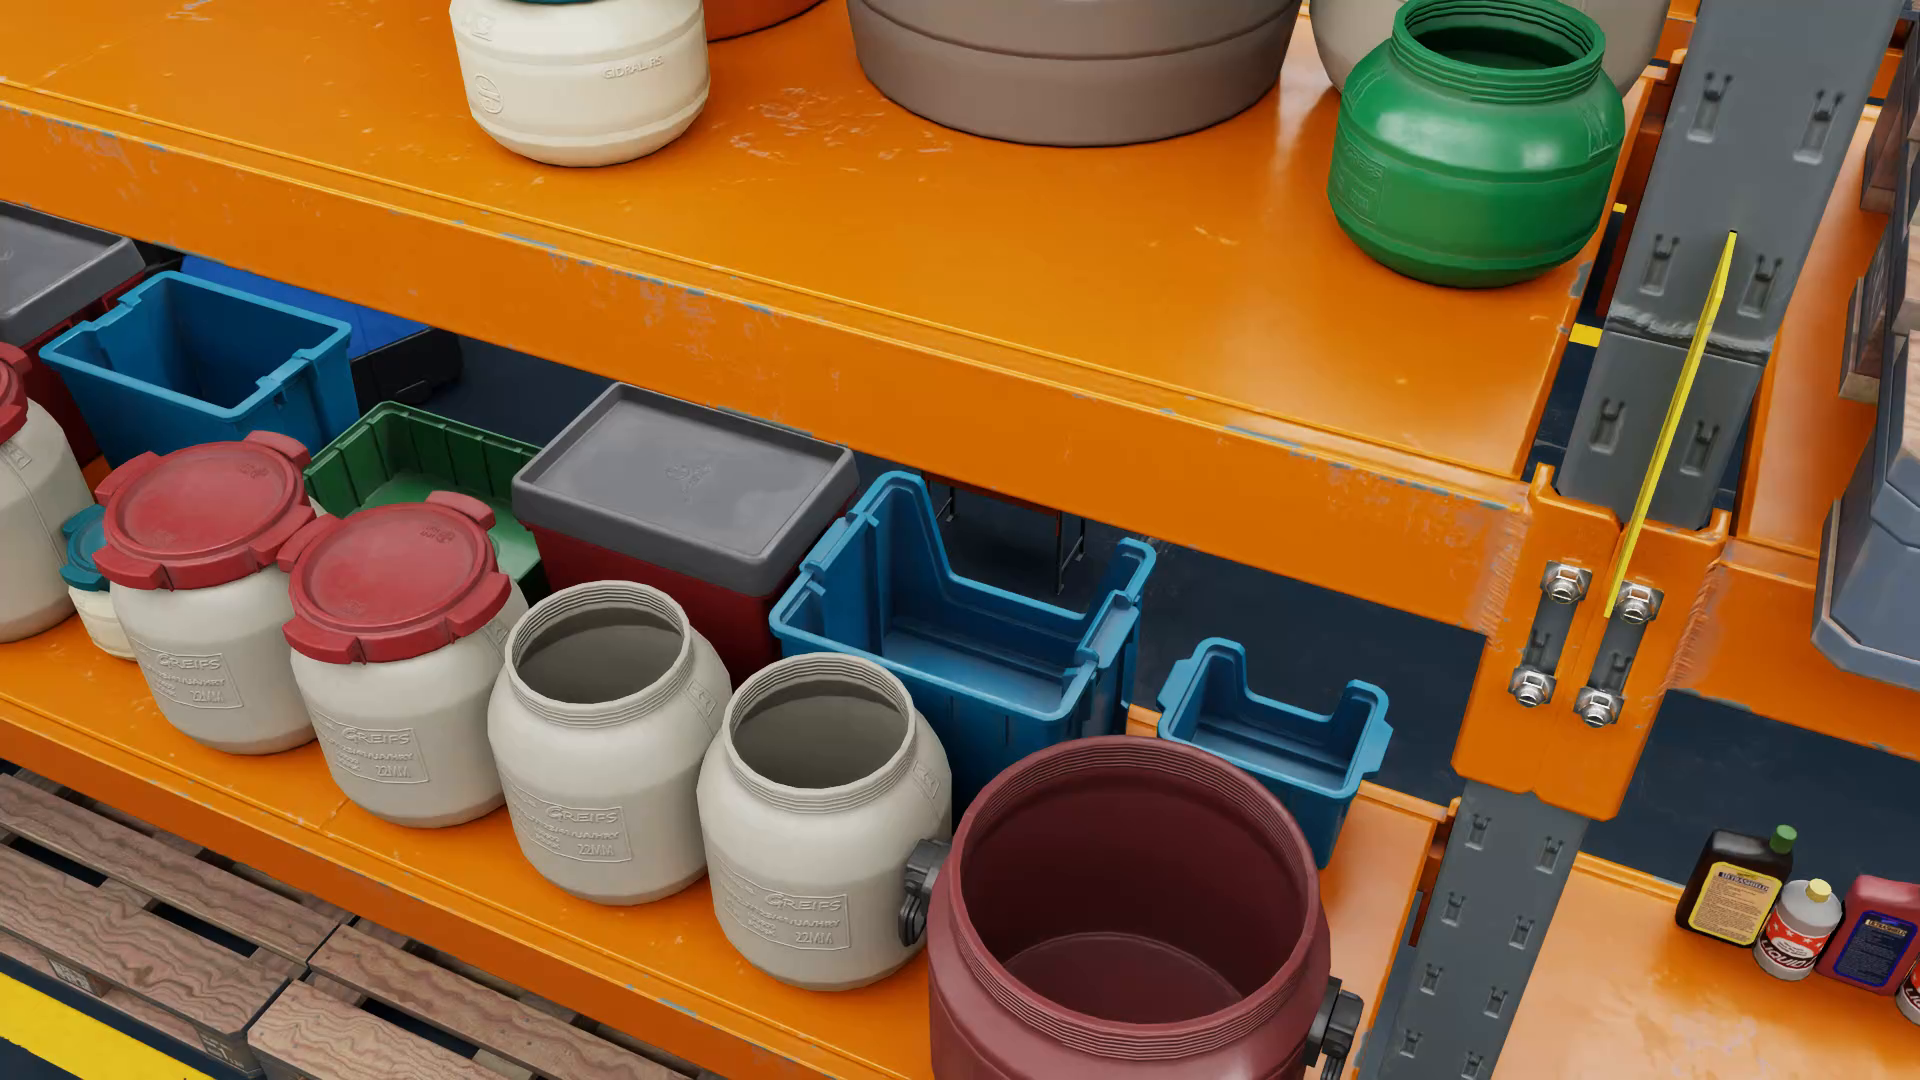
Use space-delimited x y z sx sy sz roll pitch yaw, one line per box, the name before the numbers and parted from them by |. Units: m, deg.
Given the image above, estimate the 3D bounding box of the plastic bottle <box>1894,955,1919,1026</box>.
plastic bottle | 1.651 0.722 2.779 0.097 0.201 0.097 0 41 0

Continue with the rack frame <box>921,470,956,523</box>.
rack frame | -0.071 -0.475 5.382 0.015 1.200 0.240 17 44 19

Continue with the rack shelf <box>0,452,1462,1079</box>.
rack shelf | -1.014 0.399 3.549 4.000 0.370 1.077 17 44 19

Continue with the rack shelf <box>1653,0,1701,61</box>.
rack shelf | 1.084 -2.540 6.940 4.000 0.370 1.077 17 44 19

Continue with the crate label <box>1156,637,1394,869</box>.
crate label | 0.575 0.405 3.120 0.416 0.233 0.303 17 44 19

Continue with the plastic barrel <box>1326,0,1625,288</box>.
plastic barrel | 0.553 -0.432 1.786 0.294 0.245 0.294 0 41 0

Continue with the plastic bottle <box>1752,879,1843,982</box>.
plastic bottle | 1.442 0.658 2.853 0.097 0.201 0.097 0 41 0

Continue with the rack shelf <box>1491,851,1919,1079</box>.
rack shelf | 2.611 1.507 2.271 4.000 0.370 1.077 17 44 19

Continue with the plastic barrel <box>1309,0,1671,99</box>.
plastic barrel | 0.646 -0.763 1.964 0.421 0.512 0.421 0 41 0

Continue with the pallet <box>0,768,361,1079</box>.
pallet | -2.098 0.821 4.641 1.213 0.211 1.003 17 44 19

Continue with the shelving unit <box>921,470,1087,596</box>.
shelving unit | 0.150 -0.408 5.304 0.503 1.200 0.258 17 44 19

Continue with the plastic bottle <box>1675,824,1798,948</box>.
plastic bottle | 1.345 0.584 2.875 0.133 0.283 0.061 17 44 19

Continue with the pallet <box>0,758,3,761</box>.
pallet | -3.418 0.416 5.109 1.213 0.211 1.003 17 44 19

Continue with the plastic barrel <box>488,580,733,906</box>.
plastic barrel | -0.606 0.364 2.954 0.421 0.512 0.421 0 41 0

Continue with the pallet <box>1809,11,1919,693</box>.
pallet | 1.450 -0.111 1.442 1.213 0.211 1.003 17 44 19

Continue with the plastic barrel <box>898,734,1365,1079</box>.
plastic barrel | 0.250 0.681 2.570 0.708 0.536 0.600 17 44 19

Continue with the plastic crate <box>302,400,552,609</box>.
plastic crate | -1.129 -0.032 3.658 0.662 0.188 0.450 17 44 19

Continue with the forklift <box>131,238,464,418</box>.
forklift | -3.356 -1.317 5.032 3.031 2.935 1.130 -30 49 -30

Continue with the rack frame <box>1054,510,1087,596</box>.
rack frame | 0.371 -0.340 5.226 0.015 1.200 0.240 17 44 19

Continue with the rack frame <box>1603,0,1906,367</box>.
rack frame | 0.798 -1.586 0.709 0.127 3.000 1.000 17 44 19

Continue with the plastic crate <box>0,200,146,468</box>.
plastic crate | -2.258 -0.498 3.986 0.583 0.464 0.402 17 44 19

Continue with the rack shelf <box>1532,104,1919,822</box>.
rack shelf | 2.611 0.373 1.288 4.000 0.370 1.077 17 44 19

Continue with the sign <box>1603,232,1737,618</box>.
sign | 0.572 -0.084 1.347 0.005 0.325 0.100 17 44 19

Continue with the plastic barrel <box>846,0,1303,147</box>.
plastic barrel | 0.146 -0.998 1.938 0.600 0.901 0.600 0 41 0

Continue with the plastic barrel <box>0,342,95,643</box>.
plastic barrel | -2.052 -0.083 3.452 0.433 0.535 0.433 0 41 0

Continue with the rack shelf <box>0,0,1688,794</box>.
rack shelf | -1.014 -0.734 2.566 4.000 0.370 1.077 17 44 19

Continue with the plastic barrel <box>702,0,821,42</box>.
plastic barrel | -0.447 -1.152 2.171 0.708 0.830 0.600 17 44 19

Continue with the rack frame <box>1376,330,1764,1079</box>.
rack frame | 0.798 0.681 2.674 0.127 3.000 1.000 17 44 19

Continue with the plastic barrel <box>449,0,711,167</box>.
plastic barrel | -0.453 -0.614 1.983 0.301 0.262 0.301 0 41 0

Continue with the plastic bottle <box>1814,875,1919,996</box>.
plastic bottle | 1.554 0.648 2.802 0.133 0.283 0.061 17 44 19

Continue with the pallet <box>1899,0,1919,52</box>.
pallet | 3.540 -2.039 5.959 1.003 0.211 1.213 17 44 19

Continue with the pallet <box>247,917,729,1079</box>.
pallet | -0.989 1.158 4.252 1.213 0.211 1.003 17 44 19

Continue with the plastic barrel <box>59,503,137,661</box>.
plastic barrel | -1.692 0.083 3.469 0.301 0.262 0.301 0 41 0

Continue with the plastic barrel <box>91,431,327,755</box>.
plastic barrel | -1.387 0.120 3.217 0.433 0.535 0.433 0 41 0

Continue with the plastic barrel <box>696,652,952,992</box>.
plastic barrel | -0.224 0.481 2.820 0.421 0.512 0.421 0 41 0

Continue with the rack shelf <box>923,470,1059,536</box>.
rack shelf | 0.150 -0.207 5.478 0.480 0.148 0.258 17 44 19

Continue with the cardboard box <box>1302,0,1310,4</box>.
cardboard box | 1.605 -2.192 7.339 0.500 0.311 0.500 16 43 17

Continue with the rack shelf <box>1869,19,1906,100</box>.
rack shelf | 4.709 -1.432 5.662 4.000 0.370 1.077 17 44 19

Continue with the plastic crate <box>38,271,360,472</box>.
plastic crate | -1.695 -0.300 3.818 0.575 0.384 0.392 17 44 19

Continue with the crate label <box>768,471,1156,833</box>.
crate label | 0.012 0.232 3.165 0.616 0.435 0.502 17 44 19

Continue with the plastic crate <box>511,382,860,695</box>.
plastic crate | -0.537 0.028 3.379 0.583 0.464 0.402 17 44 19

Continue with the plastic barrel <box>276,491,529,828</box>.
plastic barrel | -0.995 0.240 3.079 0.433 0.535 0.433 0 41 0
